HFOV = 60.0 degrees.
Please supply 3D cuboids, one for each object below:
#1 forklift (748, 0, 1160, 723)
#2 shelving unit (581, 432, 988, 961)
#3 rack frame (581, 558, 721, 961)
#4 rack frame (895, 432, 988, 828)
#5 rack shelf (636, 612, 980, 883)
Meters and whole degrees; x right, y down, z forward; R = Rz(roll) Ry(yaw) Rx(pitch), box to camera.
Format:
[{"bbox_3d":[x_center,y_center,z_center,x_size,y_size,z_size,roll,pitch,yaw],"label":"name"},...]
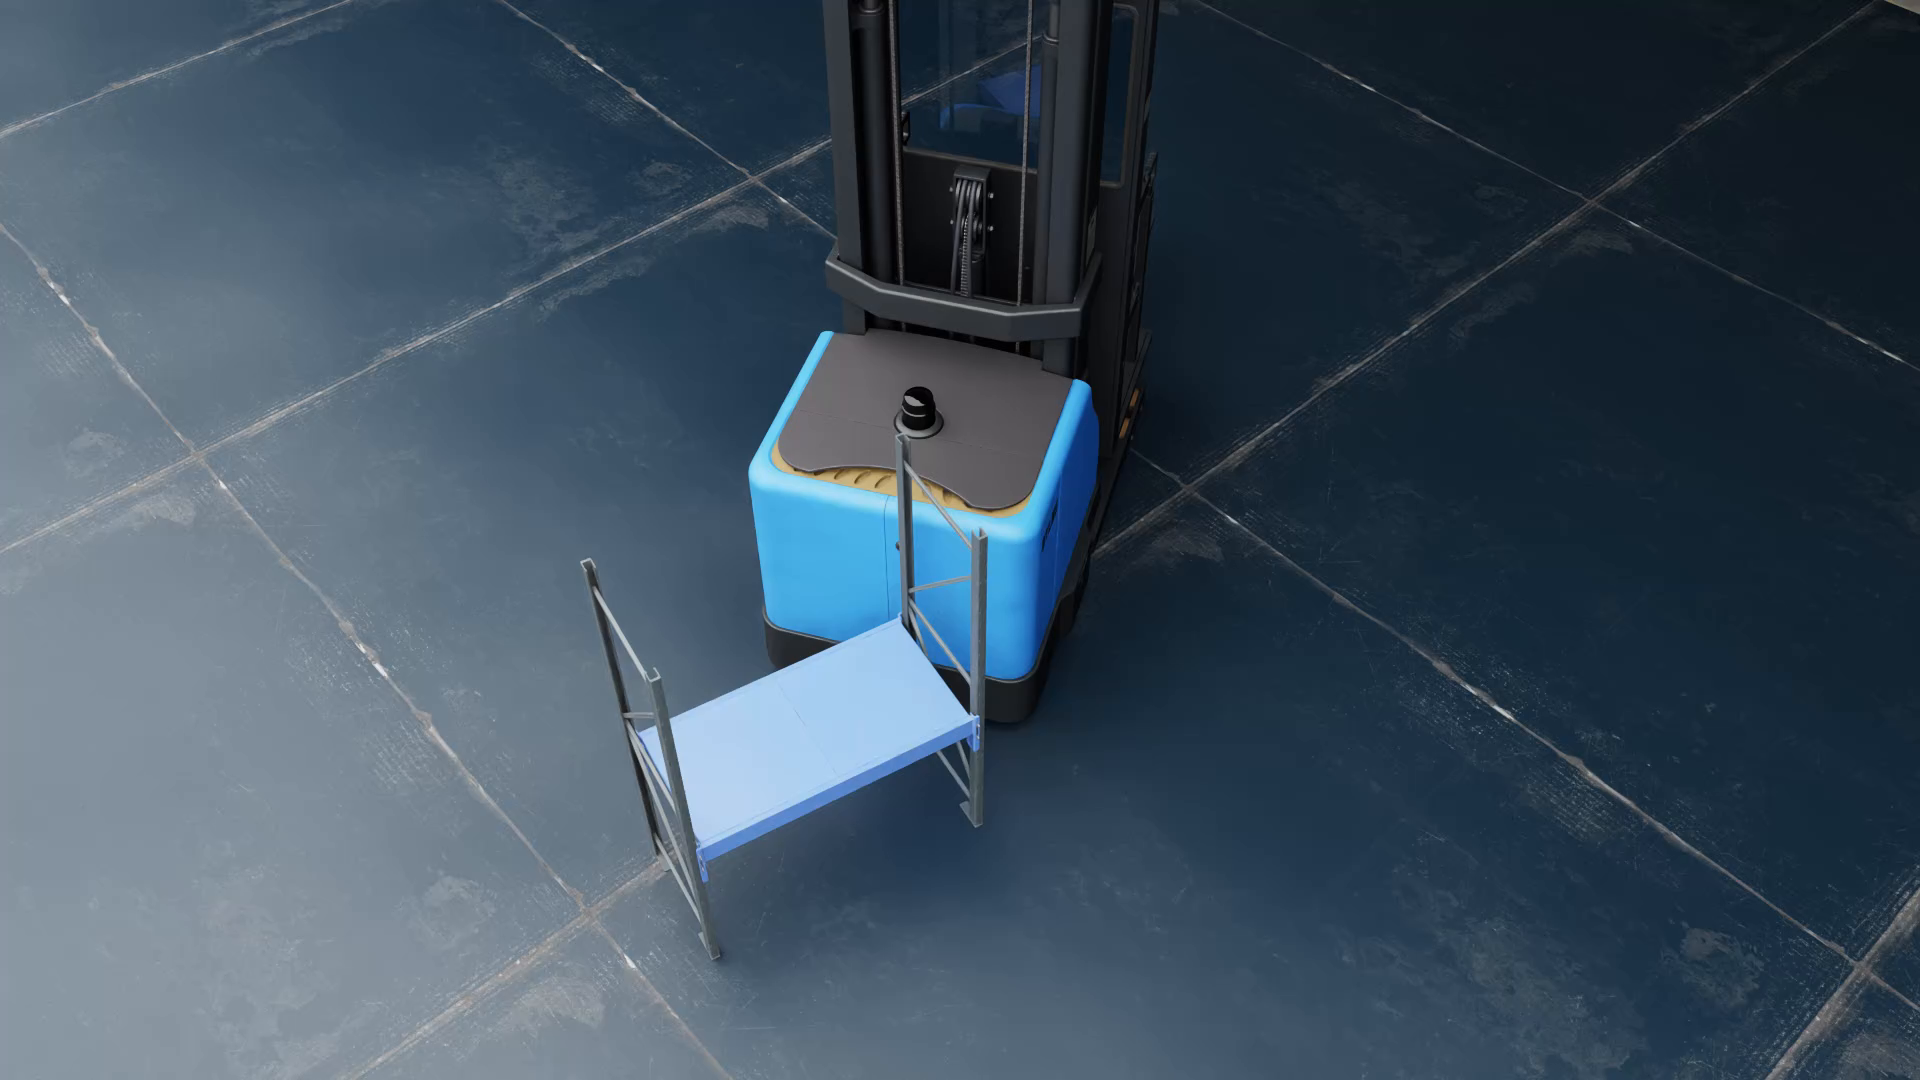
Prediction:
[{"bbox_3d":[0.176,-1.432,6.131,1.130,2.935,3.031,12,48,11],"label":"forklift"},{"bbox_3d":[-0.497,0.533,5.291,1.048,1.500,0.538,-23,51,-20],"label":"shelving unit"},{"bbox_3d":[-0.935,0.723,5.116,0.032,1.500,0.500,-23,51,-20],"label":"rack frame"},{"bbox_3d":[-0.059,0.344,5.465,0.032,1.500,0.500,-23,51,-20],"label":"rack frame"},{"bbox_3d":[-0.497,0.655,5.423,1.000,0.185,0.538,-23,51,-20],"label":"rack shelf"}]
